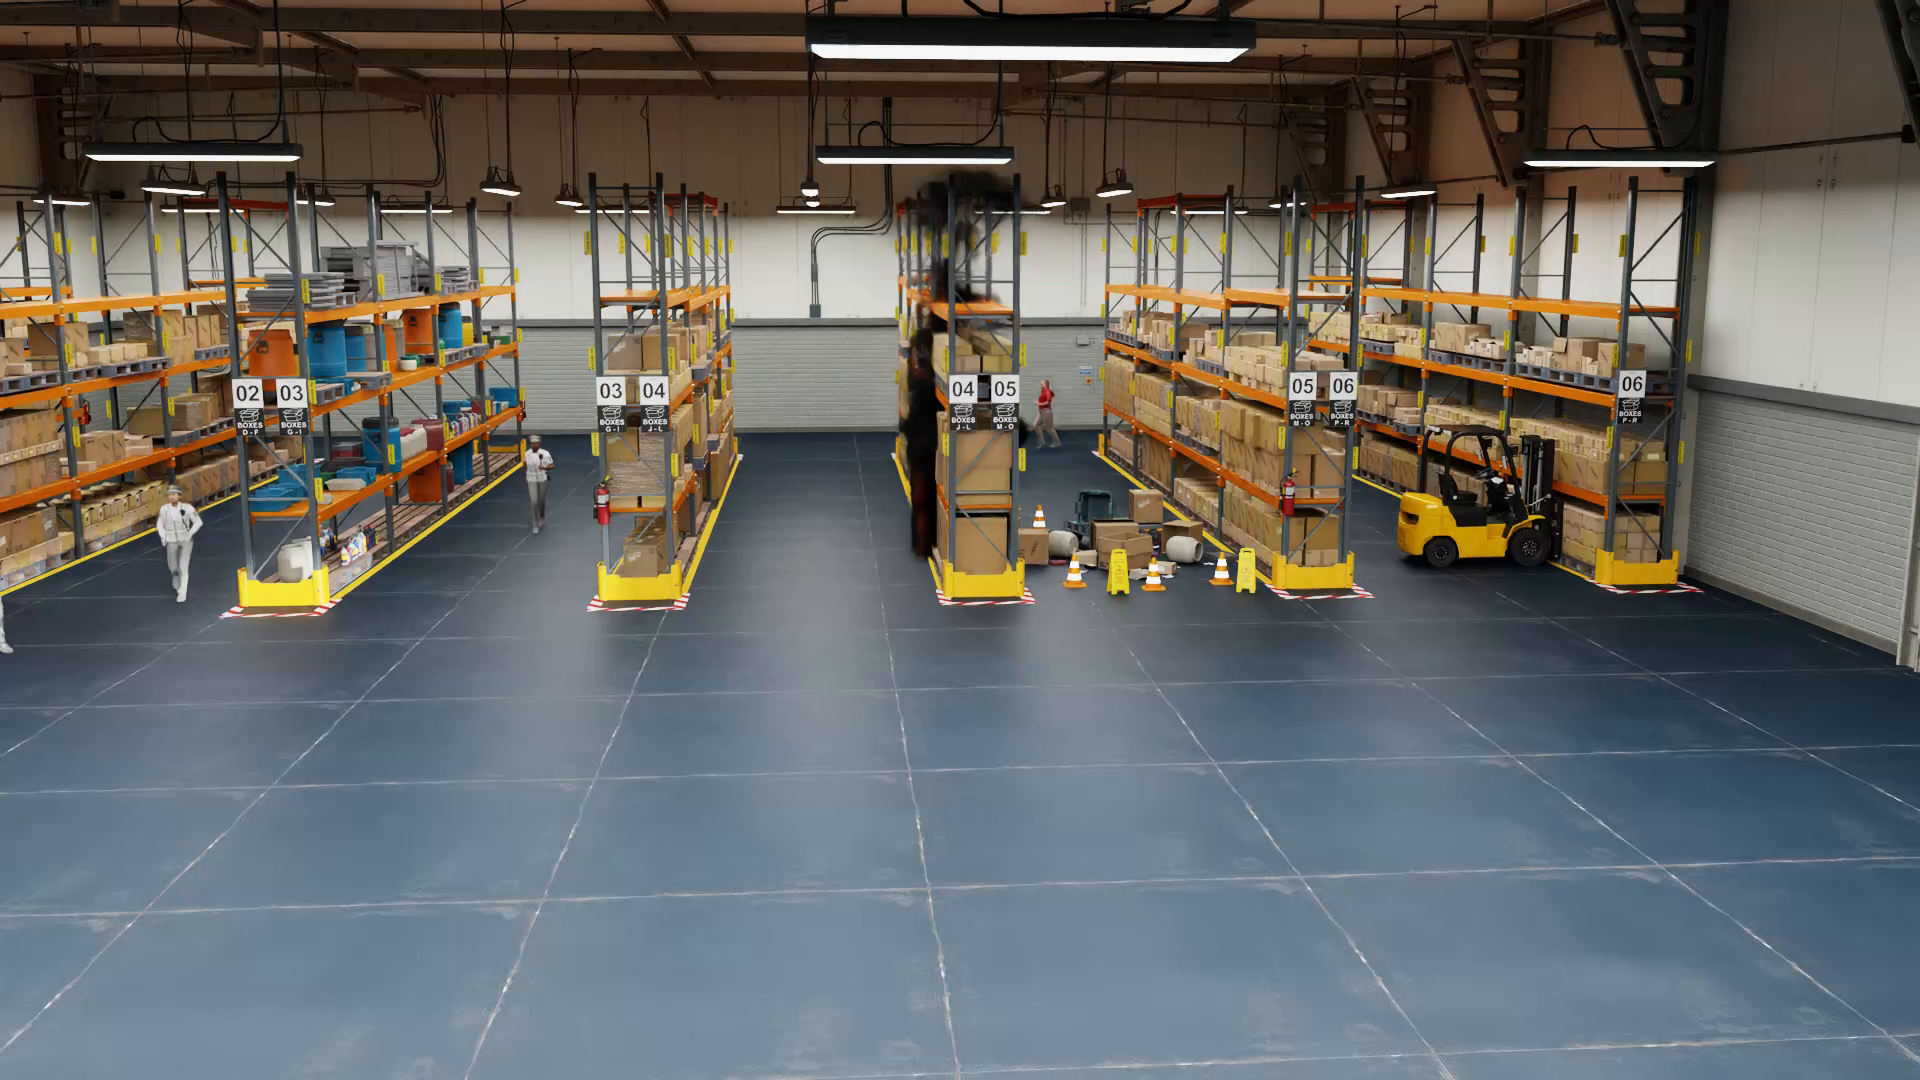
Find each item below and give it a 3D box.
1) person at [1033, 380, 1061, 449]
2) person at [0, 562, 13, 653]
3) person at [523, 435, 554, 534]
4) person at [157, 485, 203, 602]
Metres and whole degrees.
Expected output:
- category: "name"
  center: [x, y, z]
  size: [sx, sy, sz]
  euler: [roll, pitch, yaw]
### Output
- category: "person"
  center: [2.181, -3.092, 41.385]
  size: [0.691, 1.789, 0.668]
  euler: [-2, 10, -10]
- category: "person"
  center: [-12.289, 0.563, 20.772]
  size: [0.934, 1.685, 0.615]
  euler: [5, 11, 25]
- category: "person"
  center: [-7.493, -1.014, 29.617]
  size: [0.555, 1.749, 0.814]
  euler: [-2, 10, -11]
- category: "person"
  center: [-11.229, 0.020, 23.876]
  size: [0.536, 1.676, 0.603]
  euler: [-2, 10, -12]
